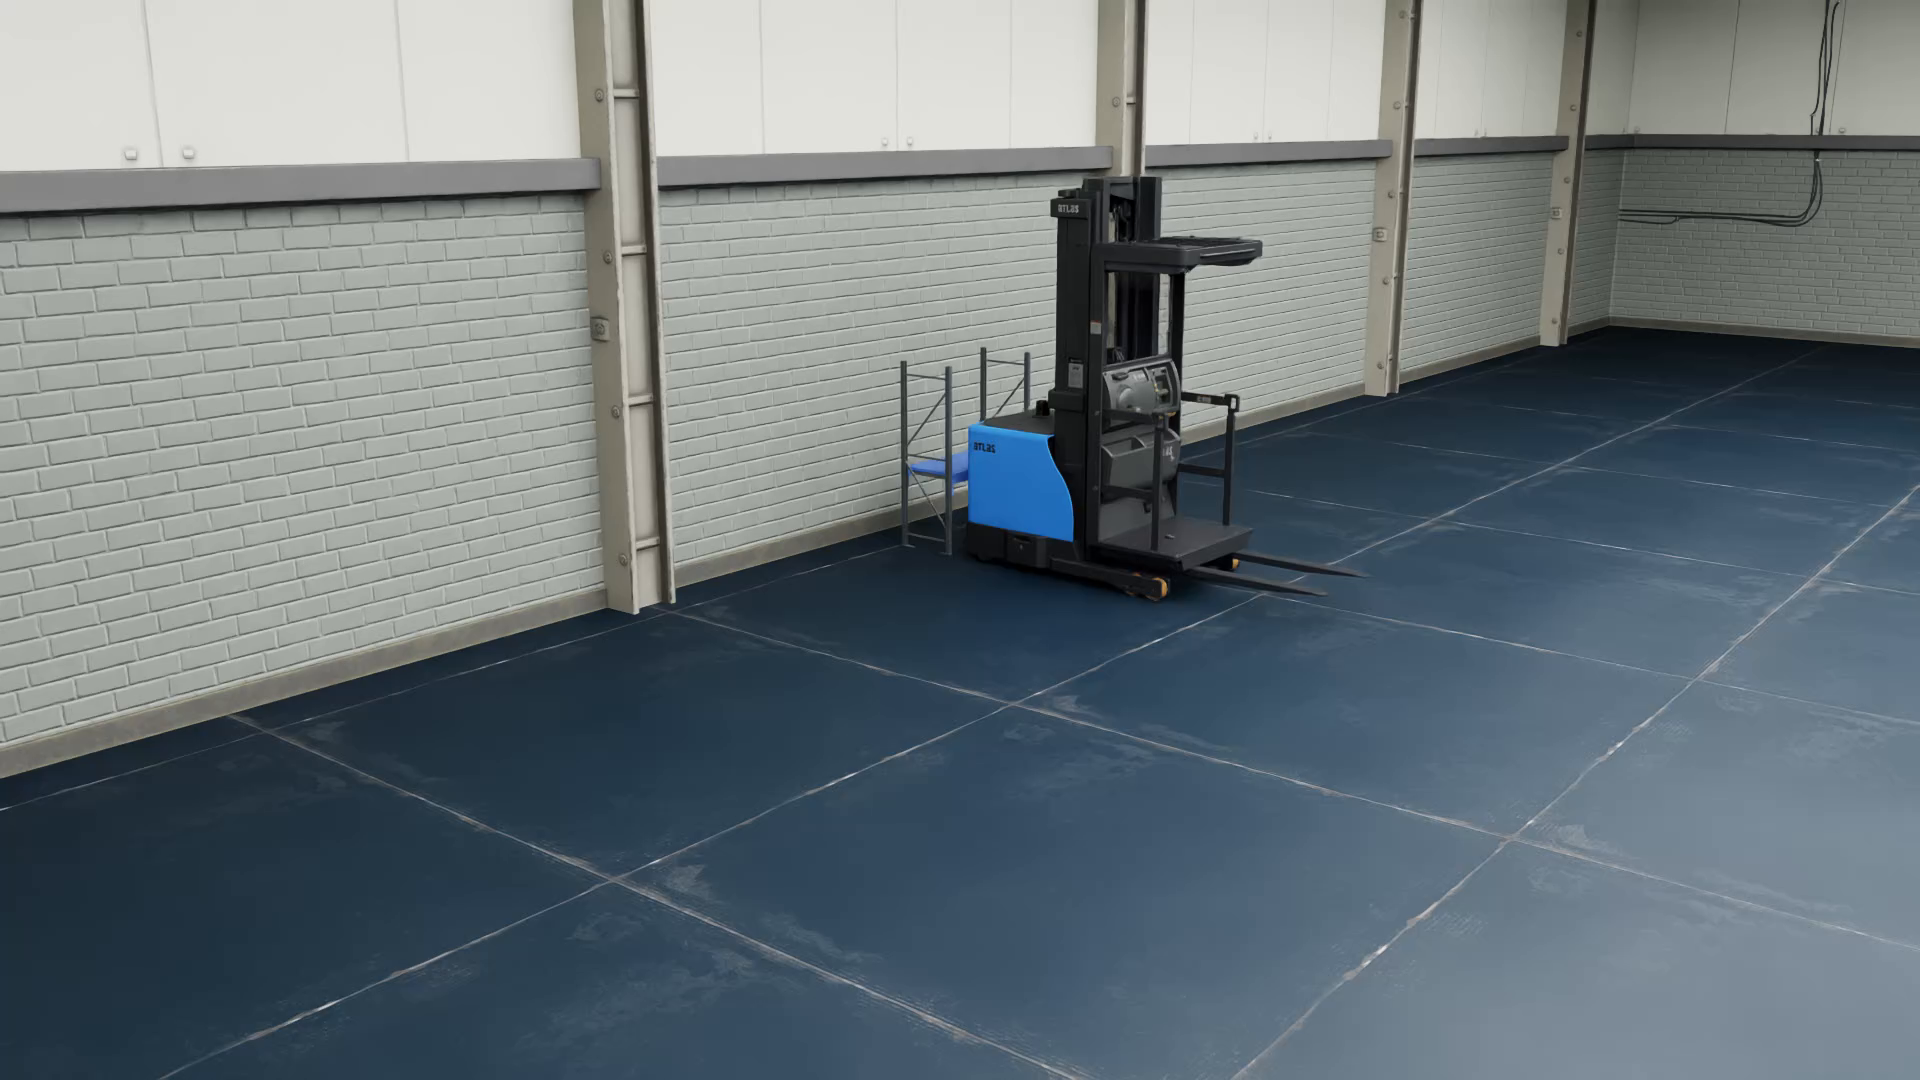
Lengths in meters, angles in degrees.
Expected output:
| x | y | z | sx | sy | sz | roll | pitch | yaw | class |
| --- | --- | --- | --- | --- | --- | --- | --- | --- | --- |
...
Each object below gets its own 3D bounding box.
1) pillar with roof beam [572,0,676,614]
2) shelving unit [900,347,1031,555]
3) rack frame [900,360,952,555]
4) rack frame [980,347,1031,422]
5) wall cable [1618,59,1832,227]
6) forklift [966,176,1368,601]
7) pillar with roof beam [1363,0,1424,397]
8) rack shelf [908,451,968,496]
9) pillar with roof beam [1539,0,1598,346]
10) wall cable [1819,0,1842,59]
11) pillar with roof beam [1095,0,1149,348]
| x | y | z | sx | sy | sz | roll | pitch | yaw | class |
| --- | --- | --- | --- | --- | --- | --- | --- | --- | --- |
| 1.080 | -3.238 | 8.093 | 9.100 | 9.000 | 0.400 | 11 | 18 | 38 | pillar with roof beam |
| 0.054 | -0.743 | 13.503 | 0.538 | 1.500 | 1.048 | 11 | 18 | 38 | shelving unit |
| -0.266 | -0.646 | 13.119 | 0.500 | 1.500 | 0.032 | 11 | 18 | 38 | rack frame |
| 0.373 | -0.841 | 13.886 | 0.500 | 1.500 | 0.032 | 11 | 18 | 38 | rack frame |
| 11.924 | -6.206 | 26.083 | 3.097 | 2.526 | 0.112 | 11 | 18 | 38 | wall cable |
| 1.504 | -1.133 | 12.128 | 3.031 | 2.935 | 1.130 | 11 | 18 | 38 | forklift |
| 8.622 | -5.536 | 17.139 | 9.100 | 9.000 | 0.400 | 11 | 18 | 38 | pillar with roof beam |
| 0.054 | -0.569 | 13.547 | 0.538 | 0.185 | 1.000 | 11 | 18 | 38 | rack shelf |
| 12.393 | -6.685 | 21.662 | 9.100 | 9.000 | 0.400 | 11 | 18 | 38 | pillar with roof beam |
| 14.029 | -8.235 | 23.813 | 3.097 | 2.526 | 0.112 | 11 | 18 | 38 | wall cable |
| 4.851 | -4.387 | 12.616 | 9.100 | 9.000 | 0.400 | 11 | 18 | 38 | pillar with roof beam |
